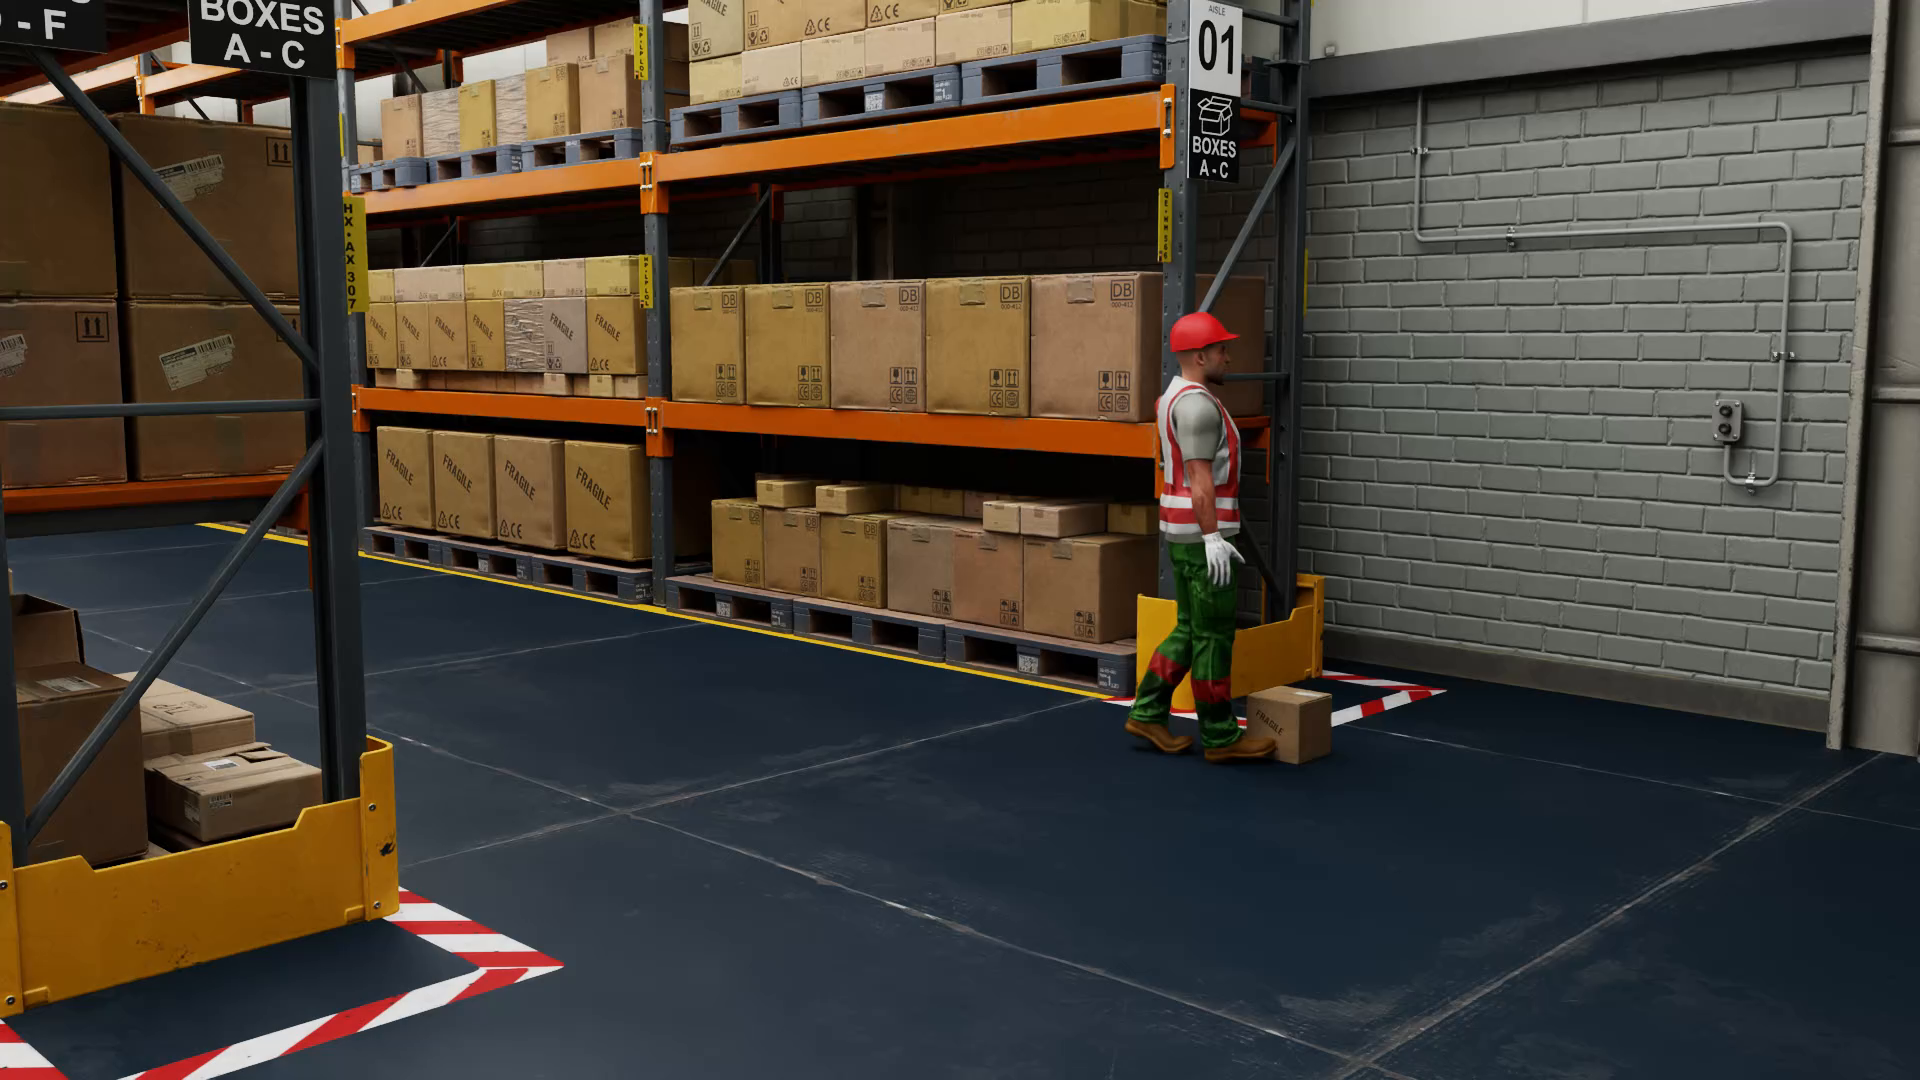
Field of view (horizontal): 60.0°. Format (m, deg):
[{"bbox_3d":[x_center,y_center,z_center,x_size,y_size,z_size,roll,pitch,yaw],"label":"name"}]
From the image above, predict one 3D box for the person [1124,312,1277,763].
[{"bbox_3d":[0.984,-0.003,6.645,0.600,1.799,0.564,0,7,-1],"label":"person"}]
